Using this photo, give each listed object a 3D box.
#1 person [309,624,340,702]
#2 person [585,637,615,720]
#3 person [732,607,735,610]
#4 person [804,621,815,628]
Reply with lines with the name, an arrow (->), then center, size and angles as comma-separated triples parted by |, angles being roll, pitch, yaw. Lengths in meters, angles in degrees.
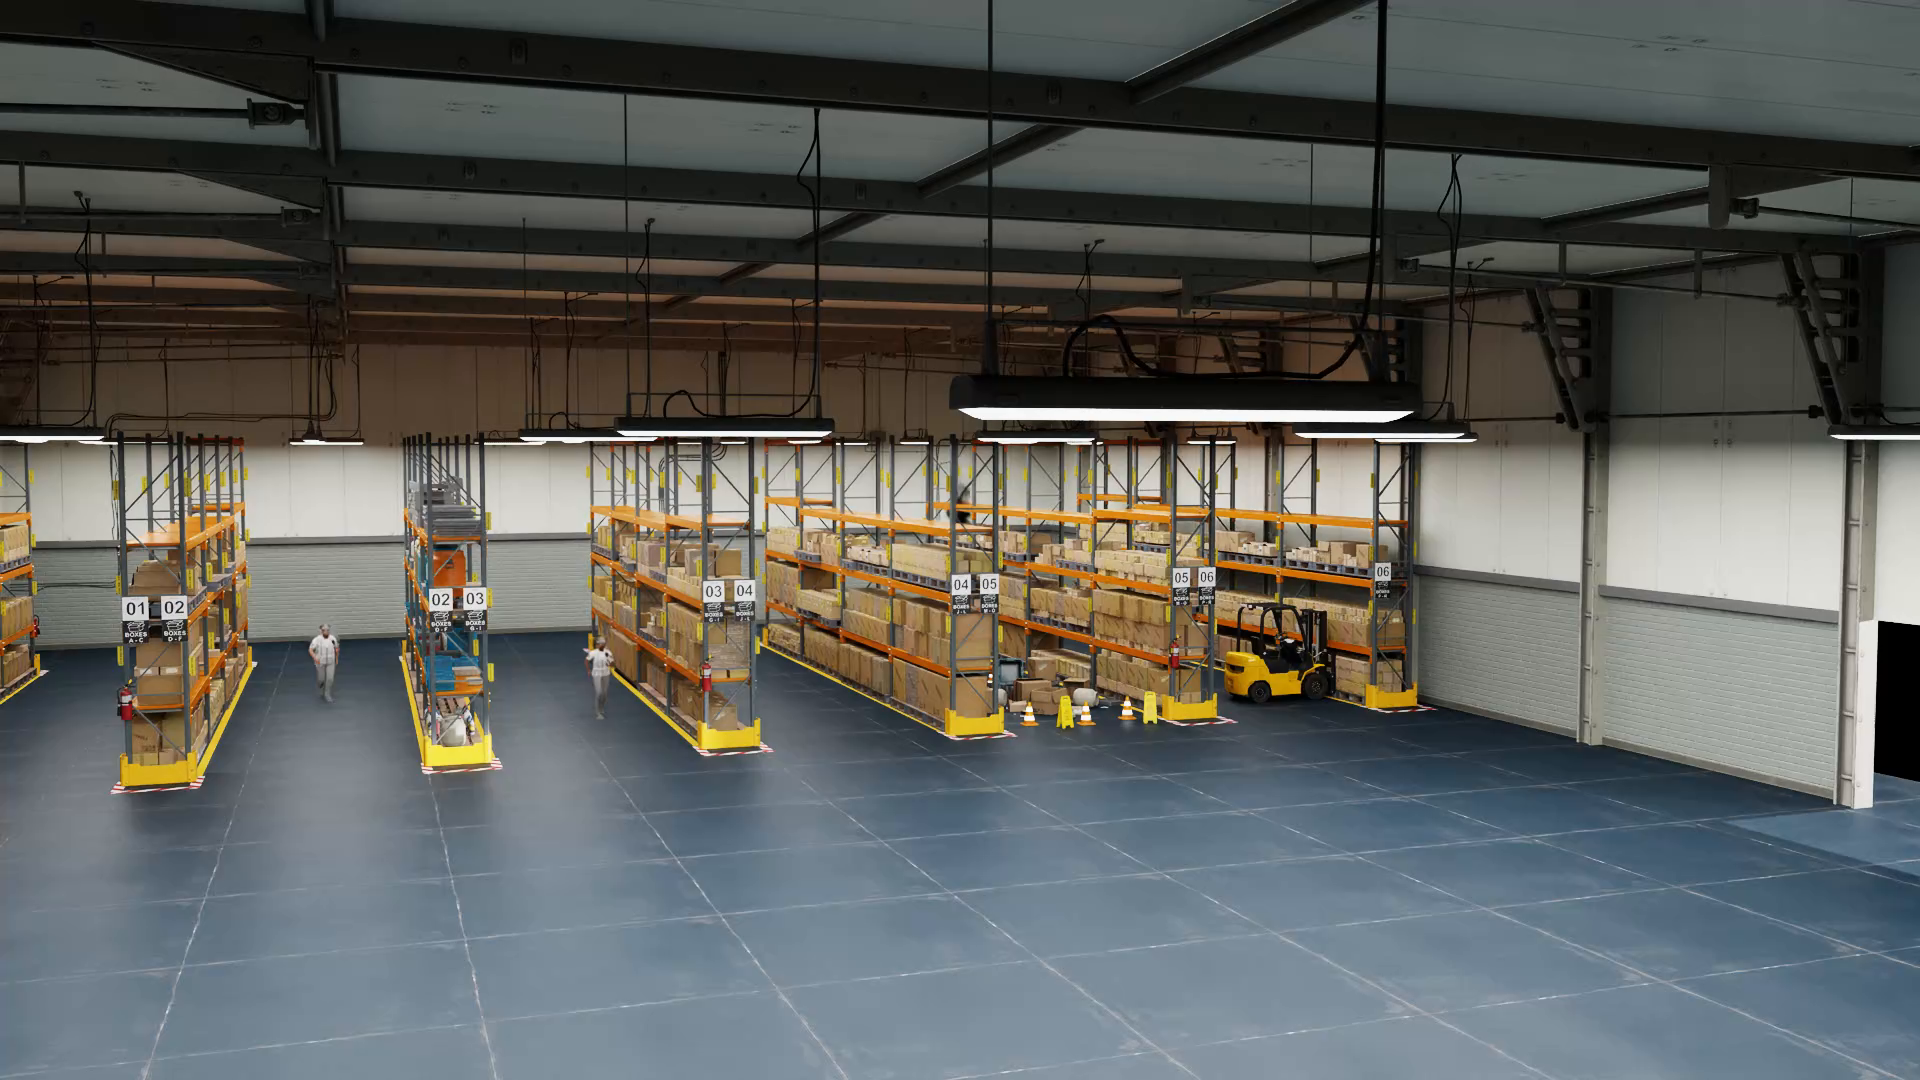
person -> -14.397, 2.767, 37.714 | 0.670, 1.759, 0.690 | -2, 4, -30
person -> -7.617, 2.923, 35.263 | 0.546, 1.758, 0.770 | -2, 4, -30
person -> -6.037, 2.408, 45.578 | 0.640, 1.609, 0.576 | -1, 3, -10
person -> -4.583, 2.172, 49.793 | 0.706, 1.549, 0.573 | -2, 4, -27
